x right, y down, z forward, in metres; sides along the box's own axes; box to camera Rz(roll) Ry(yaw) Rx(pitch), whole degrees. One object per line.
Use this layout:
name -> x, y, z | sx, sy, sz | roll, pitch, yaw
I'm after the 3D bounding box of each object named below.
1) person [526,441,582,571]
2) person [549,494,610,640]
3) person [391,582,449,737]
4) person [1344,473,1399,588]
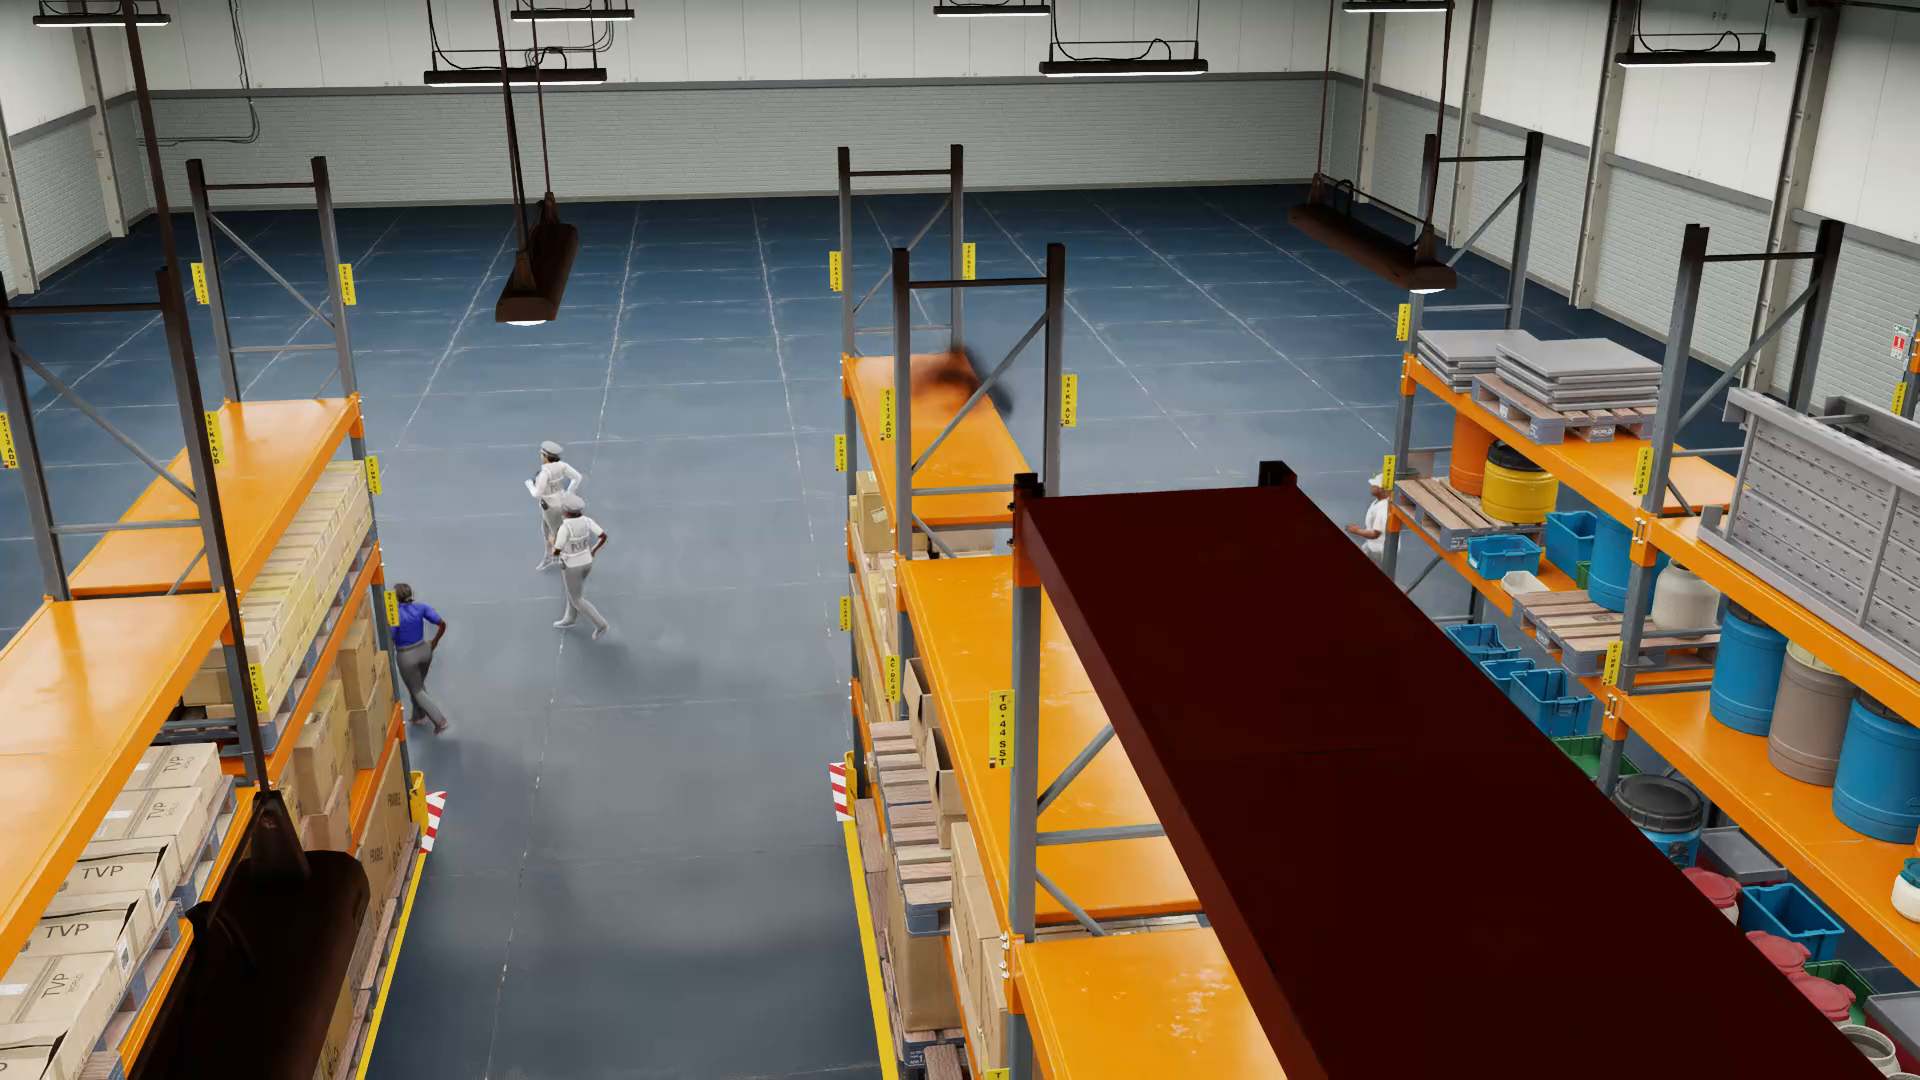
person -> -4.919, -0.367, 20.251 | 0.807, 1.742, 0.587 | 6, 22, 15
person -> -4.280, 0.292, 18.552 | 0.919, 1.686, 0.576 | 12, 25, 28
person -> -5.362, 1.200, 16.426 | 0.869, 1.679, 0.576 | 17, 27, 37
person -> 4.787, 0.082, 19.061 | 0.806, 1.785, 0.669 | 4, 22, 11
